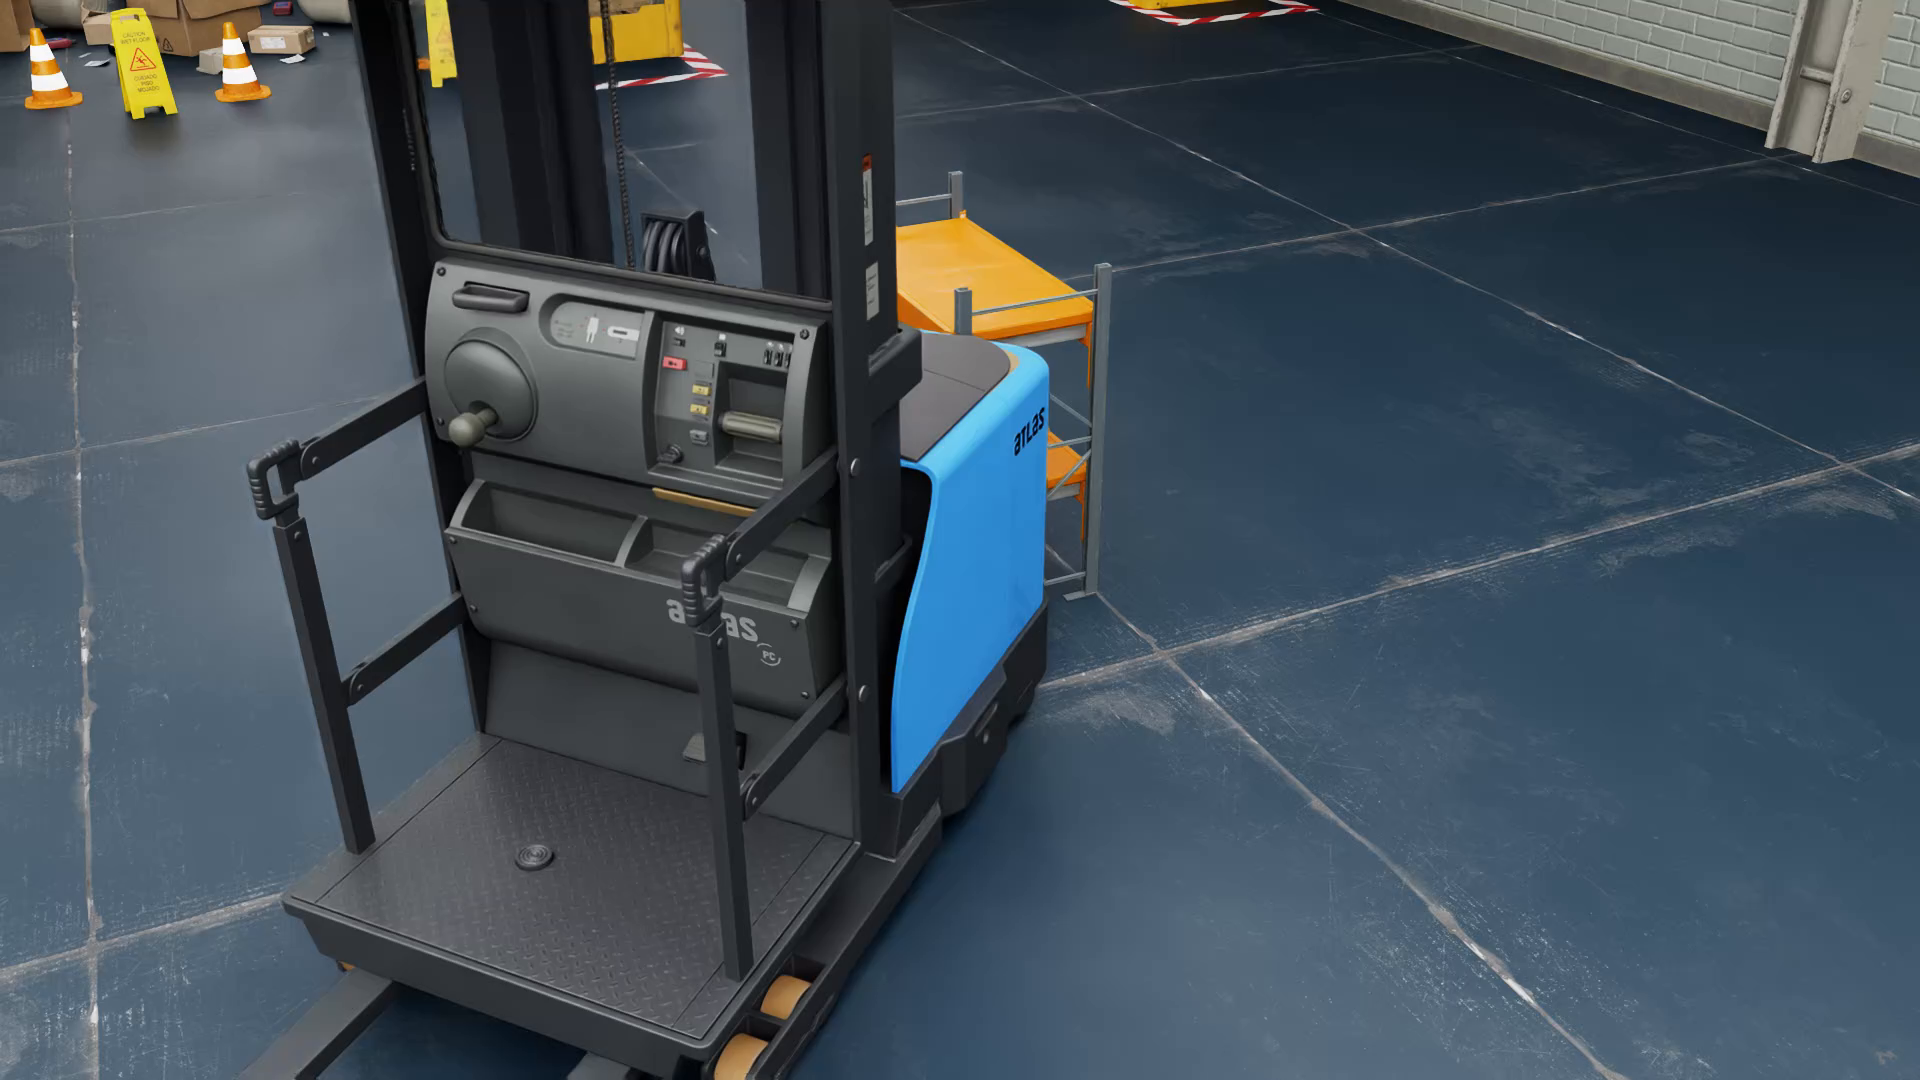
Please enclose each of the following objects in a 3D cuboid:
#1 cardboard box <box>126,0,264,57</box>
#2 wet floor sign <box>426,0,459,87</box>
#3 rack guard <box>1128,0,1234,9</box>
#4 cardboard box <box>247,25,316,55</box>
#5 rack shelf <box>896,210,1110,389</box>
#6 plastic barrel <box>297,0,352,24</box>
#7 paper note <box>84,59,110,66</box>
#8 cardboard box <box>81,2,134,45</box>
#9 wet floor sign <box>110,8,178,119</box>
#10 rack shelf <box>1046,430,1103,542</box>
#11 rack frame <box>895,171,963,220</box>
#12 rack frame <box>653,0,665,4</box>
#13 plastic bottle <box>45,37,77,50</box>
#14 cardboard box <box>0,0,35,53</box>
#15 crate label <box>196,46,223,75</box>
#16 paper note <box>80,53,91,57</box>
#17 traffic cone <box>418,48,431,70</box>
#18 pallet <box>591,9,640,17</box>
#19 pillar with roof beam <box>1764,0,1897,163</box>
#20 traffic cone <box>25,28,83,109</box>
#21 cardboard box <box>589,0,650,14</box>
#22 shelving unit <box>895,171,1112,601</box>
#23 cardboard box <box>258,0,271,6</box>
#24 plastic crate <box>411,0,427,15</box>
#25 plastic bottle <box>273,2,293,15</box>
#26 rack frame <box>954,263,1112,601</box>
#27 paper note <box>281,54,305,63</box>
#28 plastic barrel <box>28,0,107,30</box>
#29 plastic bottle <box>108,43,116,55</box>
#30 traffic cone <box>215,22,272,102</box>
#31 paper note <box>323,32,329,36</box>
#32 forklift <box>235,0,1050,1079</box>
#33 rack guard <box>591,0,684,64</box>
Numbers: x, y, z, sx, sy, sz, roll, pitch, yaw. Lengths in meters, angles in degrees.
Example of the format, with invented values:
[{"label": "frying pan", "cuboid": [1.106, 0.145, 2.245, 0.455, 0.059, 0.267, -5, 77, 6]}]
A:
[{"label": "cardboard box", "cuboid": [-5.578, -3.876, 12.148, 0.637, 0.503, 0.797, 13, 32, 21]}, {"label": "wet floor sign", "cuboid": [-3.422, -3.385, 11.128, 0.267, 0.644, 0.232, -3, 29, -5]}, {"label": "rack guard", "cuboid": [1.954, -4.664, 13.556, 1.175, 0.500, 0.348, -13, 32, -22]}, {"label": "cardboard box", "cuboid": [-4.924, -3.632, 12.075, 0.380, 0.149, 0.250, 2, 29, 4]}, {"label": "rack shelf", "cuboid": [-0.003, -0.749, 5.337, 0.538, 0.278, 1.000, -13, 32, -22]}, {"label": "plastic barrel", "cuboid": [-4.791, -4.192, 12.792, 0.512, 0.421, 0.421, 7, 30, 13]}, {"label": "paper note", "cuboid": [-6.086, -3.372, 11.734, 0.144, 0.017, 0.142, -3, 29, -5]}, {"label": "cardboard box", "cuboid": [-6.280, -3.839, 12.324, 0.396, 0.266, 0.258, -8, 30, -13]}, {"label": "wet floor sign", "cuboid": [-5.164, -3.013, 10.463, 0.267, 0.644, 0.232, -19, 35, -30]}, {"label": "rack shelf", "cuboid": [-0.003, -0.280, 5.600, 0.538, 0.278, 1.000, -13, 32, -22]}, {"label": "rack frame", "cuboid": [-0.221, -0.718, 5.881, 0.500, 1.125, 0.032, -13, 32, -22]}, {"label": "rack frame", "cuboid": [-2.537, -4.721, 11.102, 1.000, 3.000, 0.127, -13, 32, -22]}, {"label": "plastic bottle", "cuboid": [-6.624, -3.626, 12.153, 0.133, 0.061, 0.283, 26, 38, 38]}, {"label": "cardboard box", "cuboid": [-7.089, -3.844, 12.092, 0.500, 0.500, 0.500, -8, 30, -13]}, {"label": "crate label", "cuboid": [-5.137, -3.342, 11.571, 0.298, 0.136, 0.250, 19, 34, 30]}, {"label": "paper note", "cuboid": [-6.292, -3.486, 11.957, 0.032, 0.001, 0.123, 2, 29, 4]}, {"label": "traffic cone", "cuboid": [-3.887, -3.533, 11.578, 0.336, 0.463, 0.334, -13, 32, -22]}, {"label": "pallet", "cuboid": [-2.887, -3.904, 12.497, 1.003, 0.211, 1.213, -13, 32, -22]}, {"label": "pillar with roof beam", "cuboid": [1.147, -5.324, 6.044, 9.100, 9.000, 0.400, -13, 32, -22]}, {"label": "traffic cone", "cuboid": [-5.910, -3.063, 10.739, 0.336, 0.463, 0.334, -13, 32, -22]}, {"label": "cardboard box", "cuboid": [-2.634, -4.119, 12.411, 0.500, 0.250, 0.500, -13, 32, -22]}, {"label": "shelving unit", "cuboid": [-0.003, -0.494, 5.480, 0.538, 1.125, 1.048, -13, 32, -22]}, {"label": "cardboard box", "cuboid": [-5.843, -4.485, 13.476, 0.396, 0.266, 0.258, 13, 32, 21]}, {"label": "plastic crate", "cuboid": [-4.321, -4.349, 13.423, 0.583, 0.080, 0.402, 26, 38, 38]}, {"label": "plastic bottle", "cuboid": [-5.394, -4.242, 13.253, 0.133, 0.061, 0.283, -8, 30, -13]}, {"label": "rack frame", "cuboid": [0.215, -0.269, 5.080, 0.500, 1.125, 0.032, -13, 32, -22]}, {"label": "paper note", "cuboid": [-4.741, -3.425, 11.828, 0.142, 0.019, 0.148, 26, 38, 38]}, {"label": "plastic barrel", "cuboid": [-6.809, -4.101, 12.631, 0.512, 0.421, 0.421, 7, 30, 13]}, {"label": "plastic bottle", "cuboid": [-6.071, -3.556, 12.030, 0.283, 0.061, 0.133, 26, 38, 38]}, {"label": "traffic cone", "cuboid": [-4.744, -3.150, 10.895, 0.336, 0.463, 0.334, -13, 32, -22]}, {"label": "paper note", "cuboid": [-4.784, -3.815, 12.543, 0.032, 0.001, 0.123, -13, 32, -22]}, {"label": "forklift", "cuboid": [-0.800, -0.291, 3.271, 1.130, 2.935, 3.031, 12, 31, 21]}, {"label": "rack guard", "cuboid": [-2.570, -3.664, 11.773, 1.175, 0.500, 0.348, -13, 32, -22]}]
